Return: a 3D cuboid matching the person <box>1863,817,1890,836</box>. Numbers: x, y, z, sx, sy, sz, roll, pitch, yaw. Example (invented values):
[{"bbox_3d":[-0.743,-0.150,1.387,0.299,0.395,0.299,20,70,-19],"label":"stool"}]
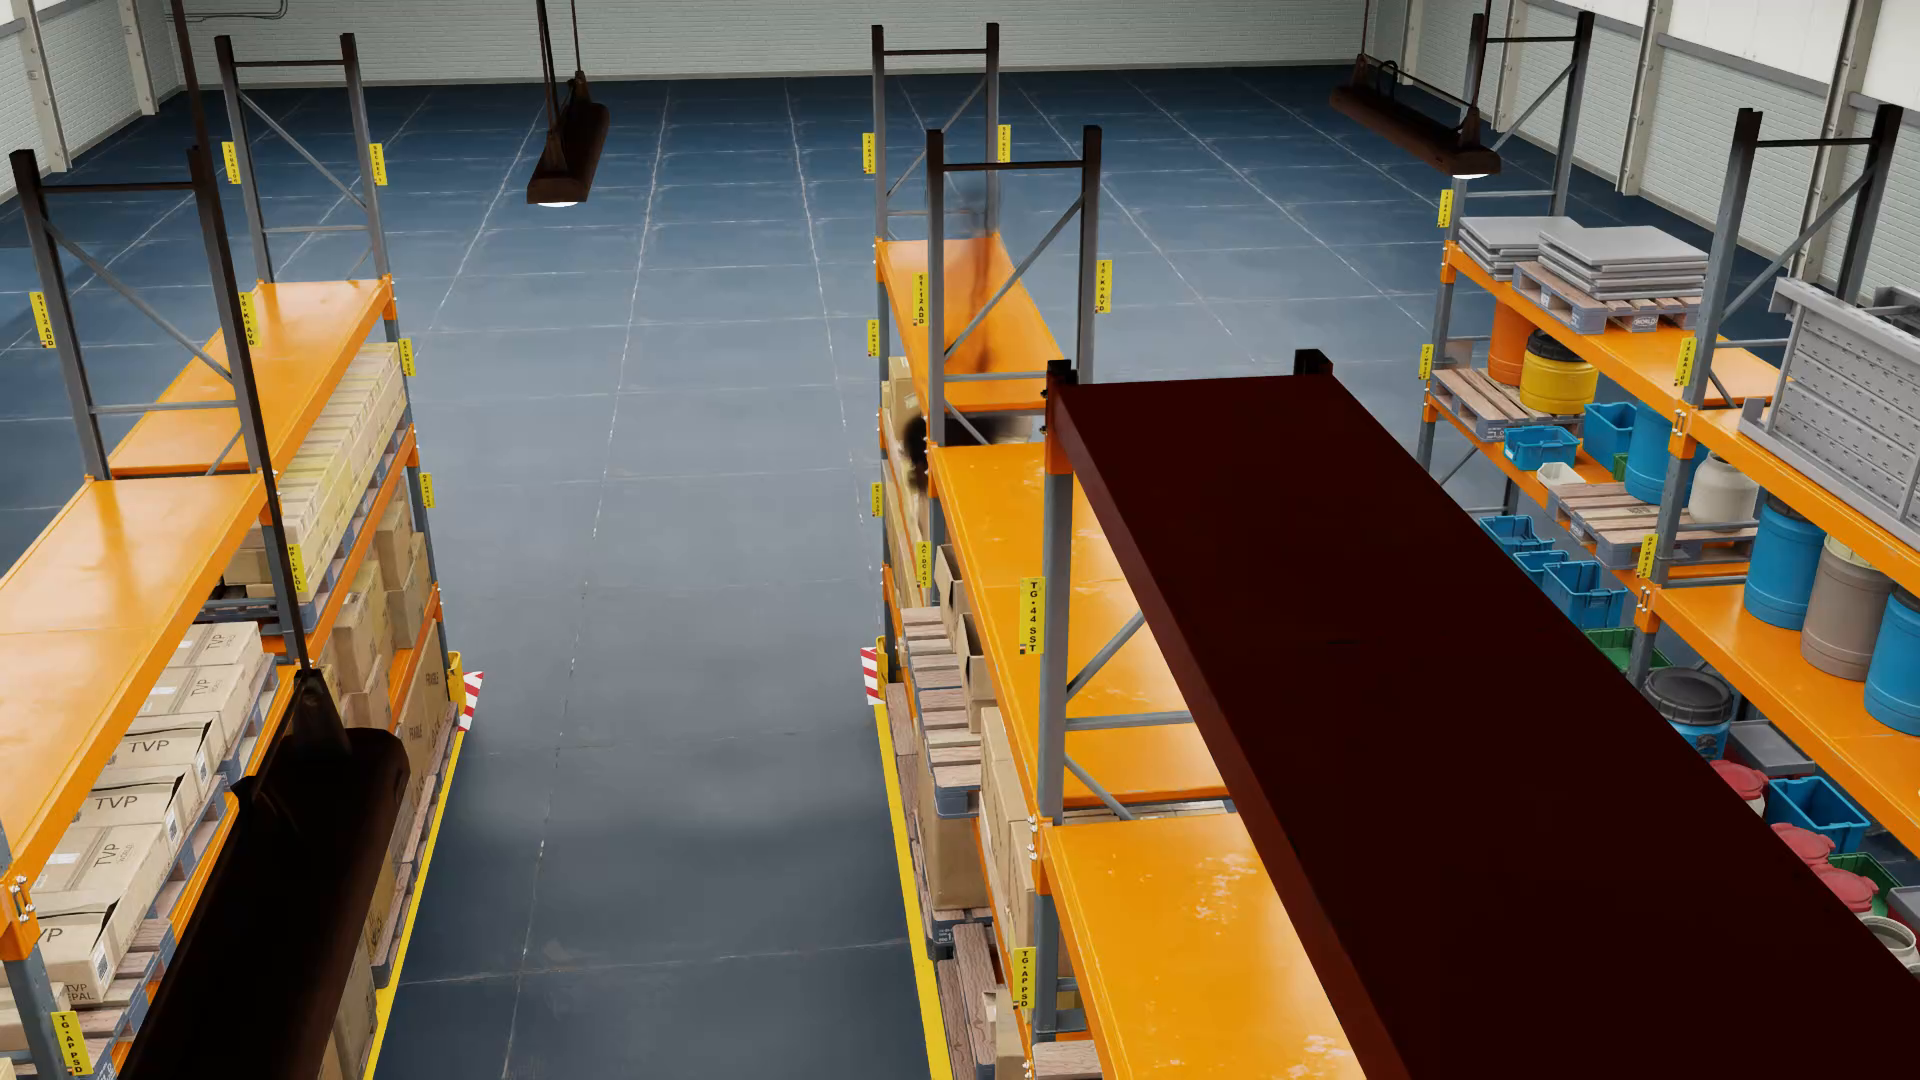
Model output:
[{"bbox_3d":[7.530,1.732,12.992,0.556,1.715,0.760,-6,26,-12],"label":"person"}]
